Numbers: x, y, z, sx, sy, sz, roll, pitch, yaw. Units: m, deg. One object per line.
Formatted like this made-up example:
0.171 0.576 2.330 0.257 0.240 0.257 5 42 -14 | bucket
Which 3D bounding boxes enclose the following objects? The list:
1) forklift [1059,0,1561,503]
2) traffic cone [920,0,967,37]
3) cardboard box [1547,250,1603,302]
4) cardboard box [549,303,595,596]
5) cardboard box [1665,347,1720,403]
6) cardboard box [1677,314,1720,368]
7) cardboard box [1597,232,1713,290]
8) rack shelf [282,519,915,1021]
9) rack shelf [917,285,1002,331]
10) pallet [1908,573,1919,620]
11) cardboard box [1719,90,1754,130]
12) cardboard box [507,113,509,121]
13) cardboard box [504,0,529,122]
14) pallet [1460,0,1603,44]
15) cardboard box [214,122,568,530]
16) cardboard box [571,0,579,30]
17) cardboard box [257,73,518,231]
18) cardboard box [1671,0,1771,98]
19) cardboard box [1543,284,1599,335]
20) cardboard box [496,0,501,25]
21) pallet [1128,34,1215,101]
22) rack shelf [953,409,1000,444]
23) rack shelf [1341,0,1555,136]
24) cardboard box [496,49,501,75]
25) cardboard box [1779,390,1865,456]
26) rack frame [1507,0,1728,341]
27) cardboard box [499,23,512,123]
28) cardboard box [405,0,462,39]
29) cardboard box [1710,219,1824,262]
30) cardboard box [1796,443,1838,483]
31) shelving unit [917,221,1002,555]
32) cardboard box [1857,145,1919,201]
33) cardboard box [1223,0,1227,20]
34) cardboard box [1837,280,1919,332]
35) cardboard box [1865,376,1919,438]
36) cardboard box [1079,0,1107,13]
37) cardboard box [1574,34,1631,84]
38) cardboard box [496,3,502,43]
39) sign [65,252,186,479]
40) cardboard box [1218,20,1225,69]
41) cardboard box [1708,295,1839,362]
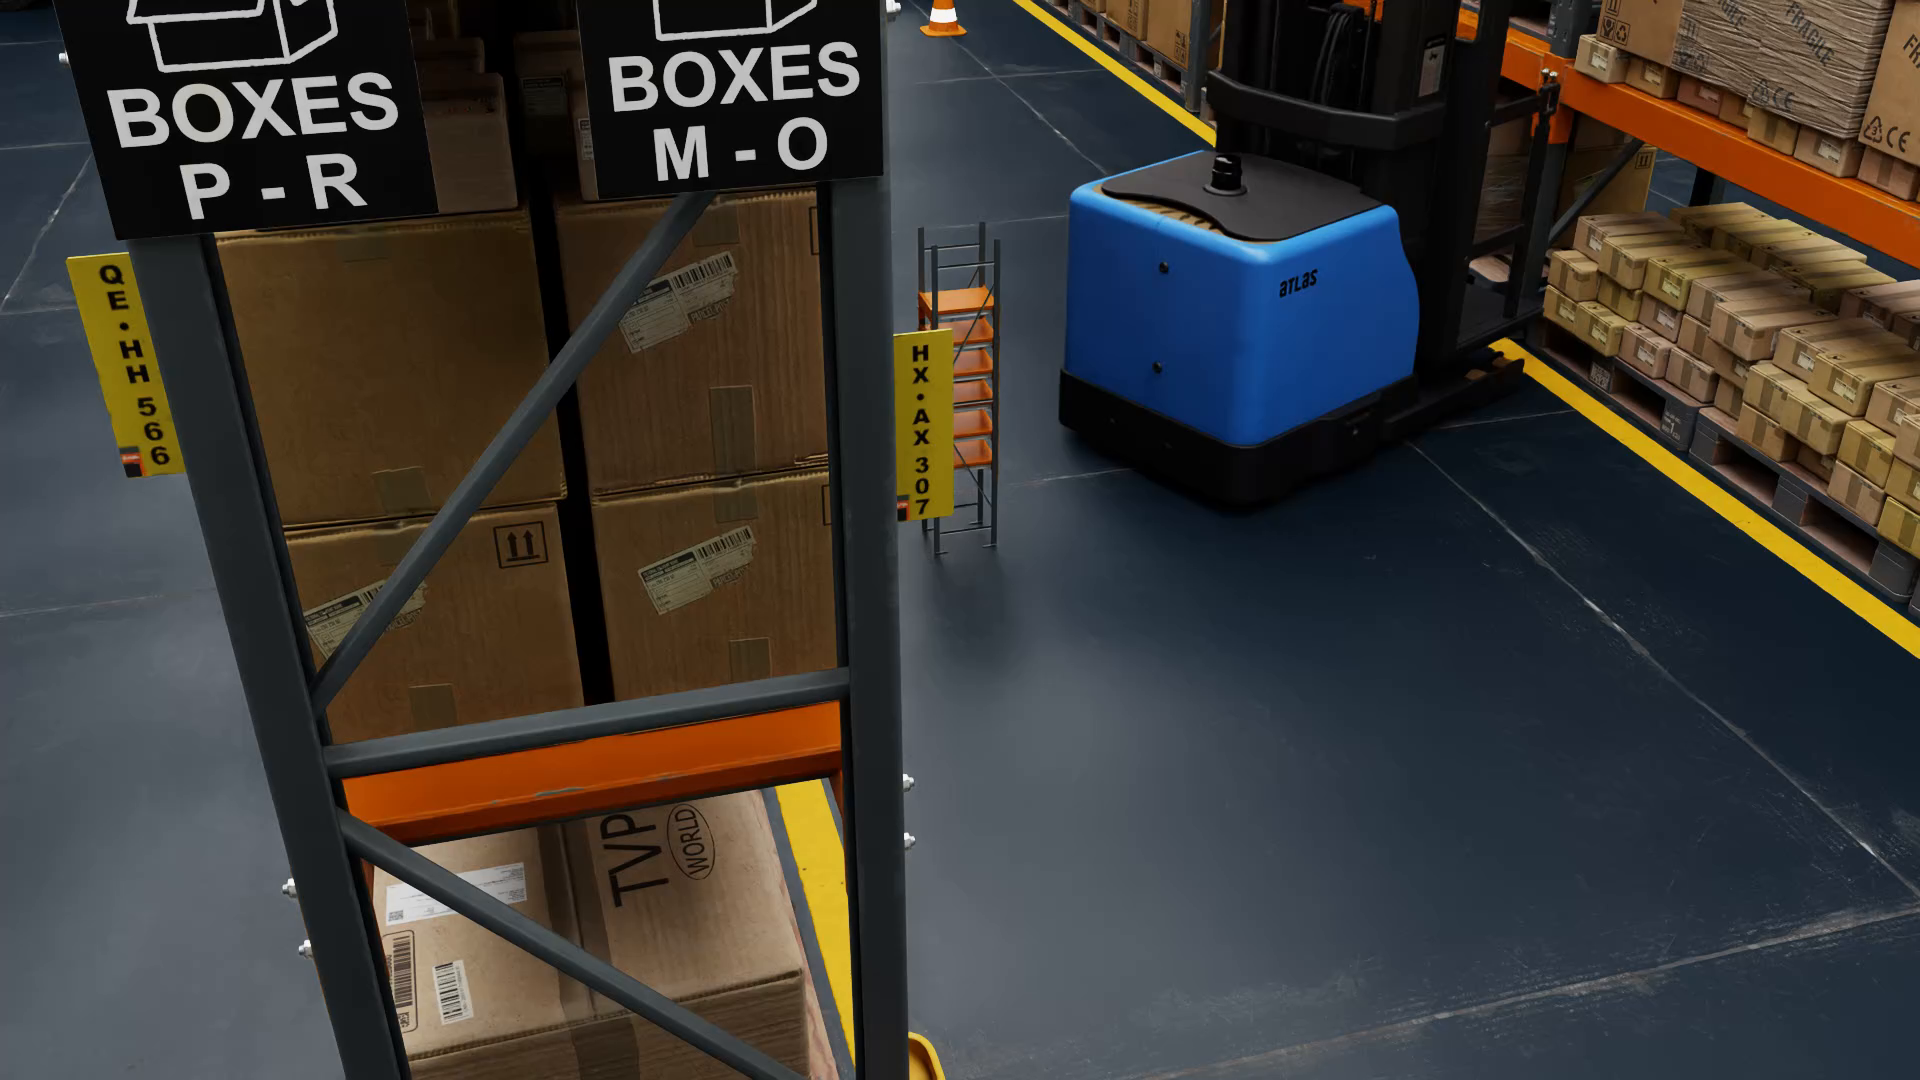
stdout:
1.854 -2.021 6.815 3.031 2.935 1.130 -24 38 -35 | forklift
-0.135 -4.253 13.135 0.336 0.463 0.334 -8 31 -13 | traffic cone
2.876 -1.194 7.448 0.380 0.149 0.250 -6 31 -11 | cardboard box
-0.607 -0.250 3.588 0.500 0.500 0.500 -8 31 -14 | cardboard box
3.177 -0.707 6.903 0.380 0.149 0.250 -8 31 -14 | cardboard box
3.198 -0.840 6.837 0.380 0.149 0.250 -9 31 -16 | cardboard box
2.996 -1.206 7.171 0.380 0.149 0.250 -6 31 -11 | cardboard box
-1.127 -0.351 4.580 1.077 0.370 4.000 -8 31 -13 | rack shelf
-0.004 -0.799 5.803 0.258 0.103 0.180 -8 31 -13 | rack shelf
3.948 0.370 5.400 1.003 0.211 1.213 -8 31 -13 | pallet
3.176 -1.677 6.404 0.380 0.149 0.250 -9 31 -15 | cardboard box
-1.785 -1.410 5.592 0.500 0.500 0.500 -7 31 -12 | cardboard box
-0.737 -0.938 3.779 0.500 0.500 0.500 -8 31 -14 | cardboard box
3.026 -2.641 8.009 1.003 0.211 1.213 -8 31 -13 | pallet
-0.953 -0.373 2.803 0.500 0.500 0.500 -7 31 -12 | cardboard box
-0.520 -0.919 3.098 0.380 0.149 0.250 -7 31 -12 | cardboard box
-0.884 -0.600 2.546 0.380 0.149 0.250 -7 31 -13 | cardboard box
3.115 -1.996 6.308 0.500 0.500 0.500 -8 31 -13 | cardboard box
2.875 -1.064 7.521 0.380 0.149 0.250 -9 31 -15 | cardboard box
-1.668 -2.278 6.841 0.500 0.250 0.500 -7 31 -13 | cardboard box
1.890 -3.451 12.001 1.003 0.211 1.213 -8 31 -13 | pallet
-0.004 -0.384 6.044 0.258 0.103 0.180 -8 31 -13 | rack shelf
2.557 -2.990 9.139 1.077 0.370 4.000 -8 31 -13 | rack shelf
-1.380 -1.104 4.066 0.500 0.500 0.500 -8 31 -14 | cardboard box
3.295 -0.452 6.166 0.380 0.149 0.250 -8 31 -13 | cardboard box
3.088 -2.335 7.290 1.000 3.000 0.127 -8 31 -13 | rack frame
-1.288 -1.481 5.715 0.500 0.500 0.500 -8 31 -13 | cardboard box
-1.151 -0.960 3.168 0.380 0.149 0.250 -7 31 -12 | cardboard box
3.540 -1.285 7.309 0.380 0.149 0.250 -7 31 -13 | cardboard box
3.402 -0.327 6.246 0.380 0.149 0.250 -7 31 -12 | cardboard box
-0.004 -0.526 5.962 0.258 1.200 0.189 -8 31 -13 | shelving unit
3.360 -1.293 5.741 0.380 0.149 0.250 -7 31 -11 | cardboard box
1.976 -3.326 10.330 0.500 0.250 0.500 -9 31 -16 | cardboard box
3.767 -0.912 6.663 0.380 0.149 0.250 -9 31 -16 | cardboard box
3.467 -0.466 5.893 0.380 0.149 0.250 -9 31 -15 | cardboard box
1.469 -4.653 13.121 1.050 0.750 0.750 -8 31 -13 | cardboard box
2.848 -2.046 7.041 0.380 0.149 0.250 -7 31 -11 | cardboard box
-1.765 -1.842 5.340 0.500 0.500 0.500 -8 31 -13 | cardboard box
-1.123 -0.234 2.268 0.100 0.325 0.005 -8 31 -13 | sign
1.968 -2.991 10.500 0.500 0.500 0.500 -9 31 -15 | cardboard box
3.191 -0.833 6.528 0.380 0.149 0.250 -7 31 -12 | cardboard box
